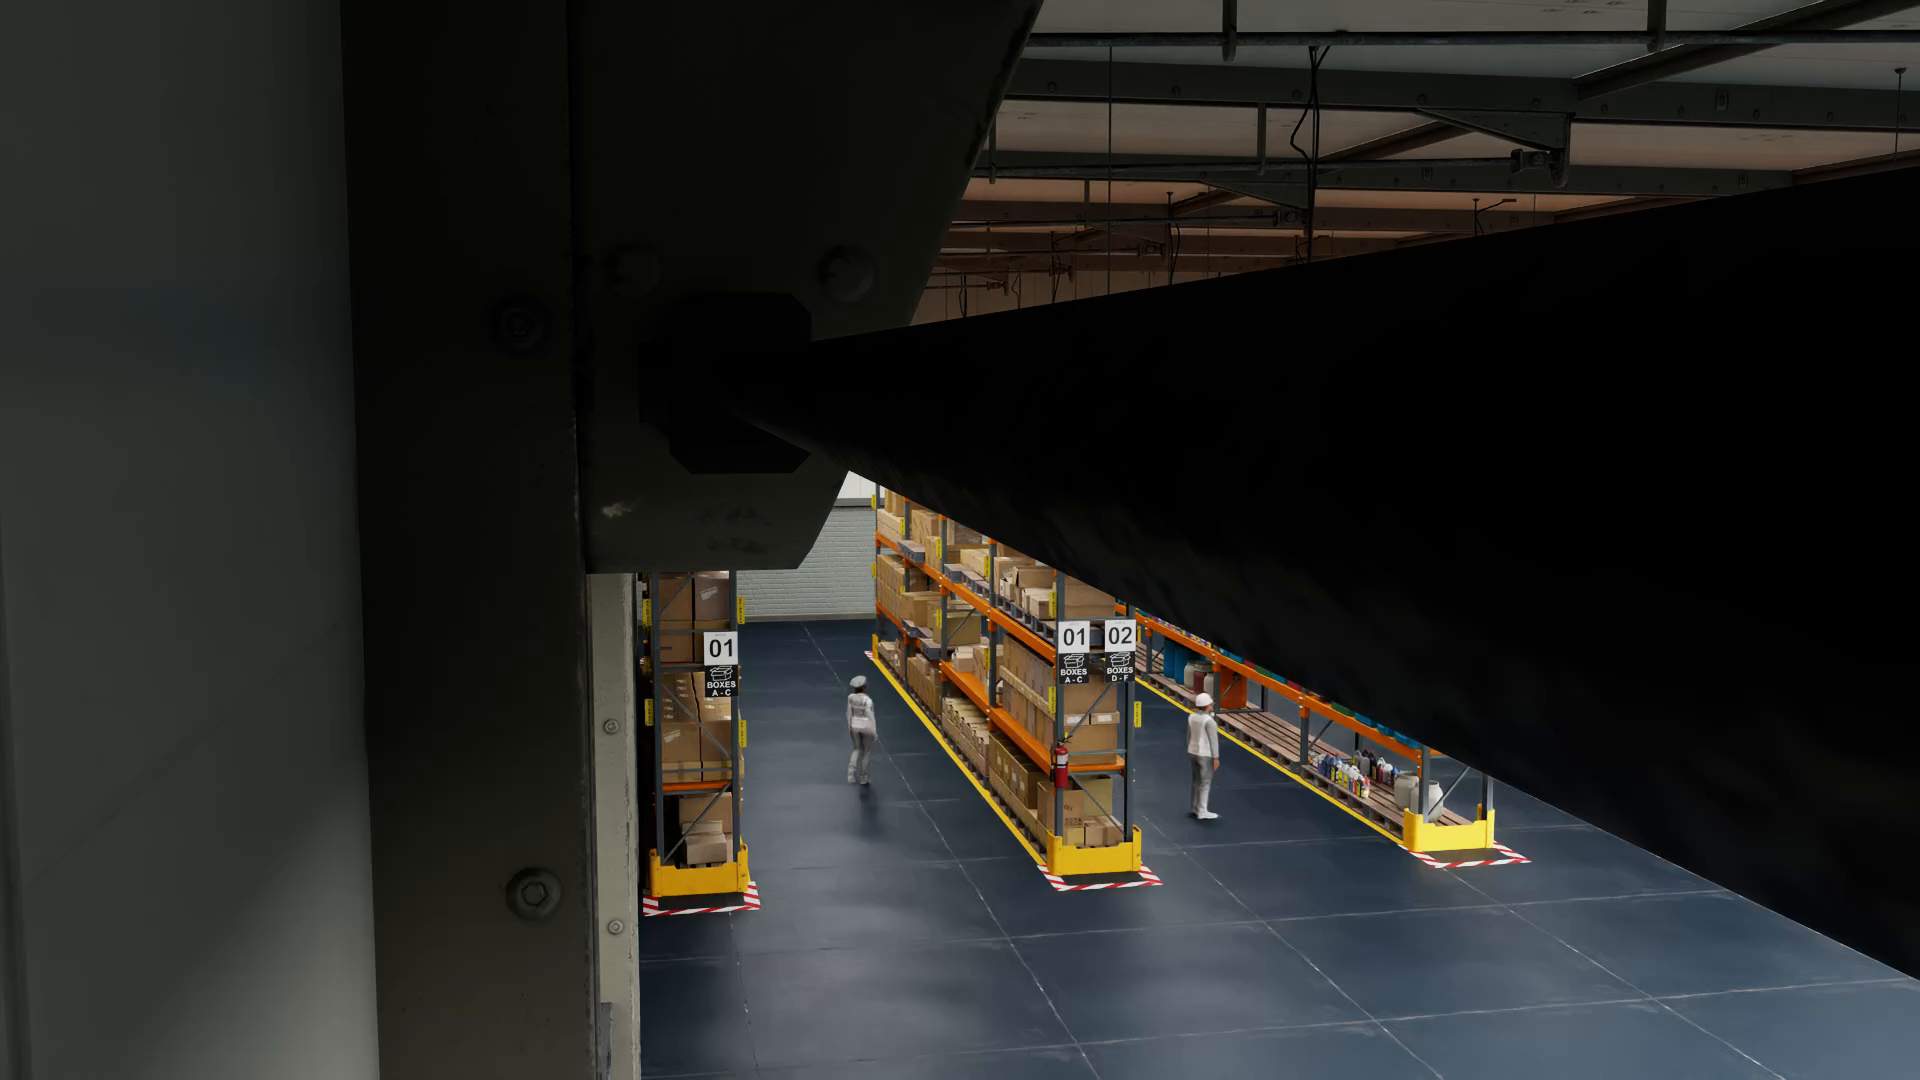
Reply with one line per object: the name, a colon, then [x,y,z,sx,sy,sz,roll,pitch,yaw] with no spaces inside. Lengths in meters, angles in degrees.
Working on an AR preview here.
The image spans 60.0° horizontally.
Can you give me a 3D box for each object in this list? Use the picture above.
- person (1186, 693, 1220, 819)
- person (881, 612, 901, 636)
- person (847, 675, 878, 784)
person: [3.478,3.054,23.511,0.454,1.804,0.598,-3,7,-31]
person: [-1.597,1.431,39.328,0.585,1.668,0.941,-5,8,-41]
person: [-1.515,2.887,25.261,0.493,1.686,0.497,3,6,24]
